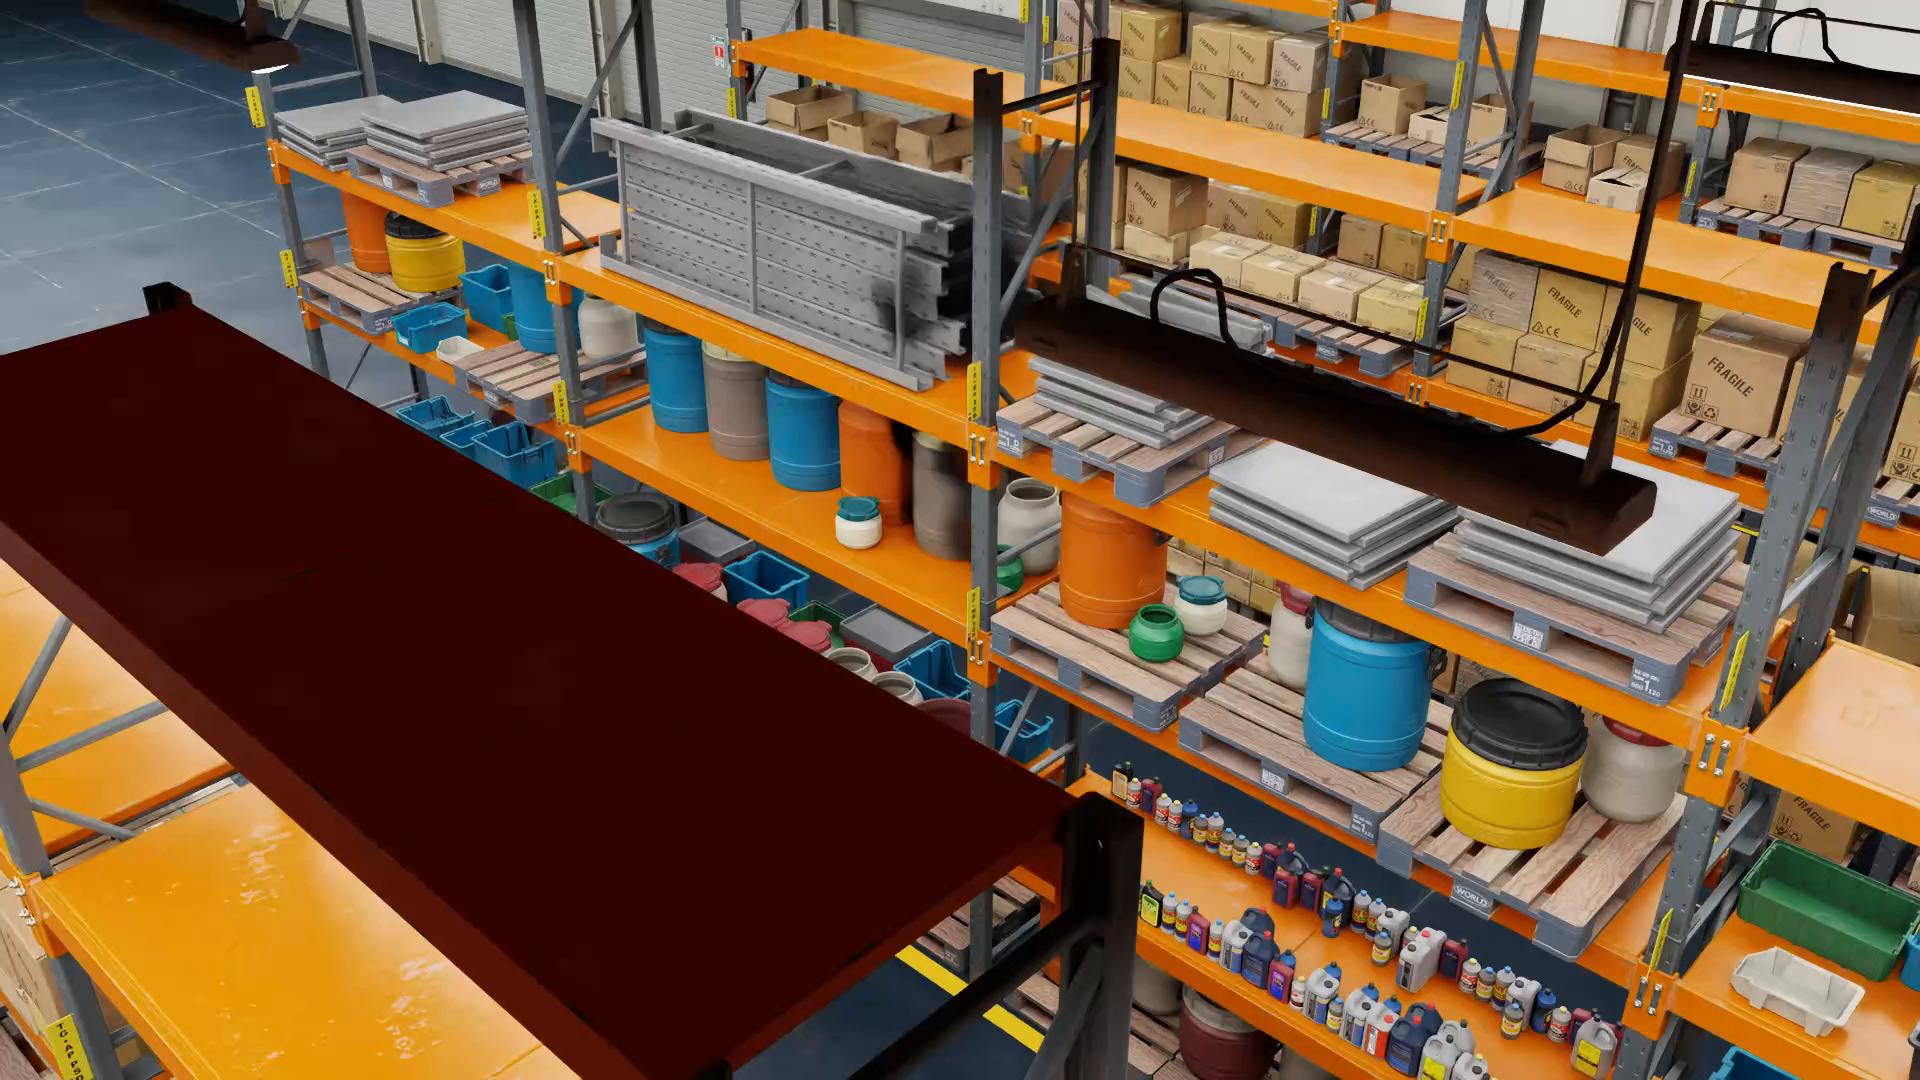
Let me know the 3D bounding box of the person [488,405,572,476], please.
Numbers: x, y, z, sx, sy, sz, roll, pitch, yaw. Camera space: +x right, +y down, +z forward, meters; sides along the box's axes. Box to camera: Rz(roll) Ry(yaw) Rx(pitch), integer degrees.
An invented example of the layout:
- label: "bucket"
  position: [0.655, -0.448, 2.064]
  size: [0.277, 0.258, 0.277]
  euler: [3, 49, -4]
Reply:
- label: "person"
  position: [-4.475, -1.181, 16.526]
  size: [0.950, 1.759, 0.766]
  euler: [8, 30, 14]
